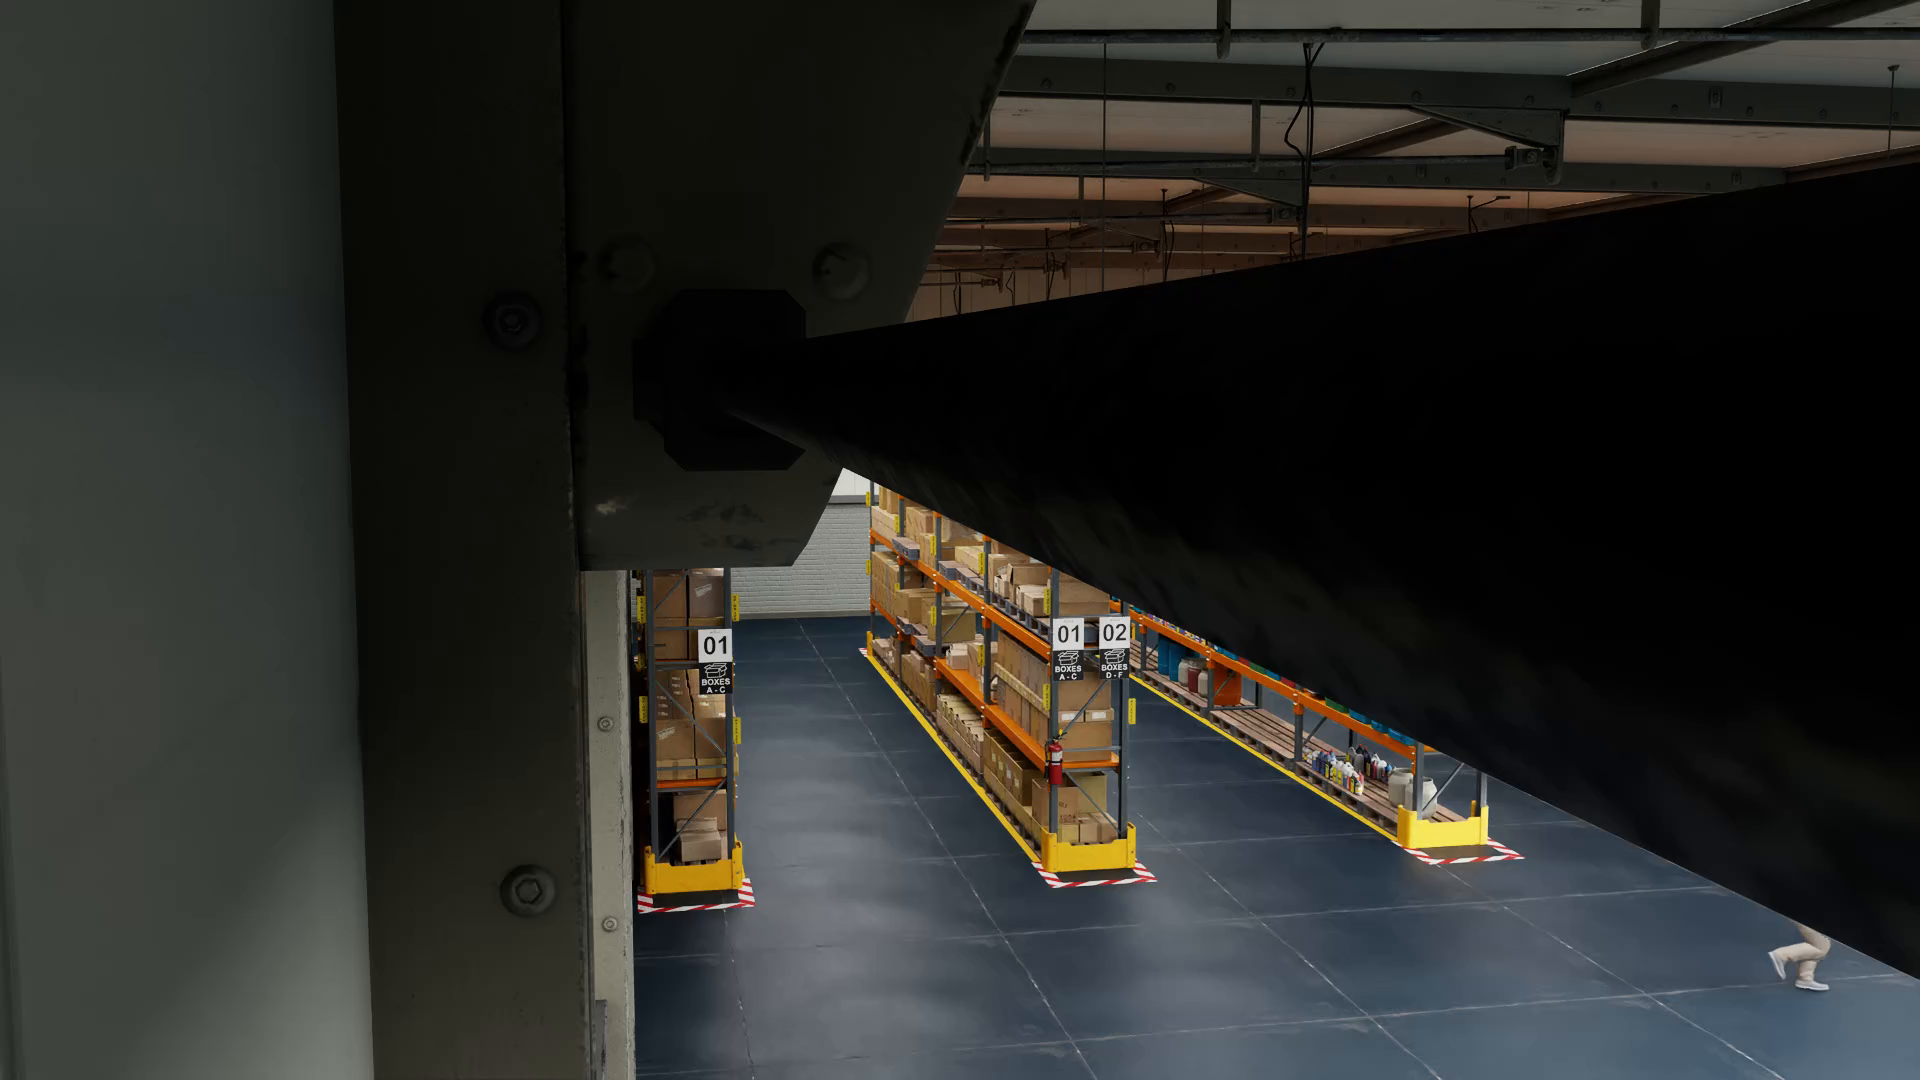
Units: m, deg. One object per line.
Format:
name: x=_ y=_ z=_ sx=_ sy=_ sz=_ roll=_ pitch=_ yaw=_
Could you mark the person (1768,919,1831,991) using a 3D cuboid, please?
person: x=8.514 y=3.744 z=16.862 sx=0.654 sy=1.688 sz=0.664 roll=0 pitch=6 yaw=4
